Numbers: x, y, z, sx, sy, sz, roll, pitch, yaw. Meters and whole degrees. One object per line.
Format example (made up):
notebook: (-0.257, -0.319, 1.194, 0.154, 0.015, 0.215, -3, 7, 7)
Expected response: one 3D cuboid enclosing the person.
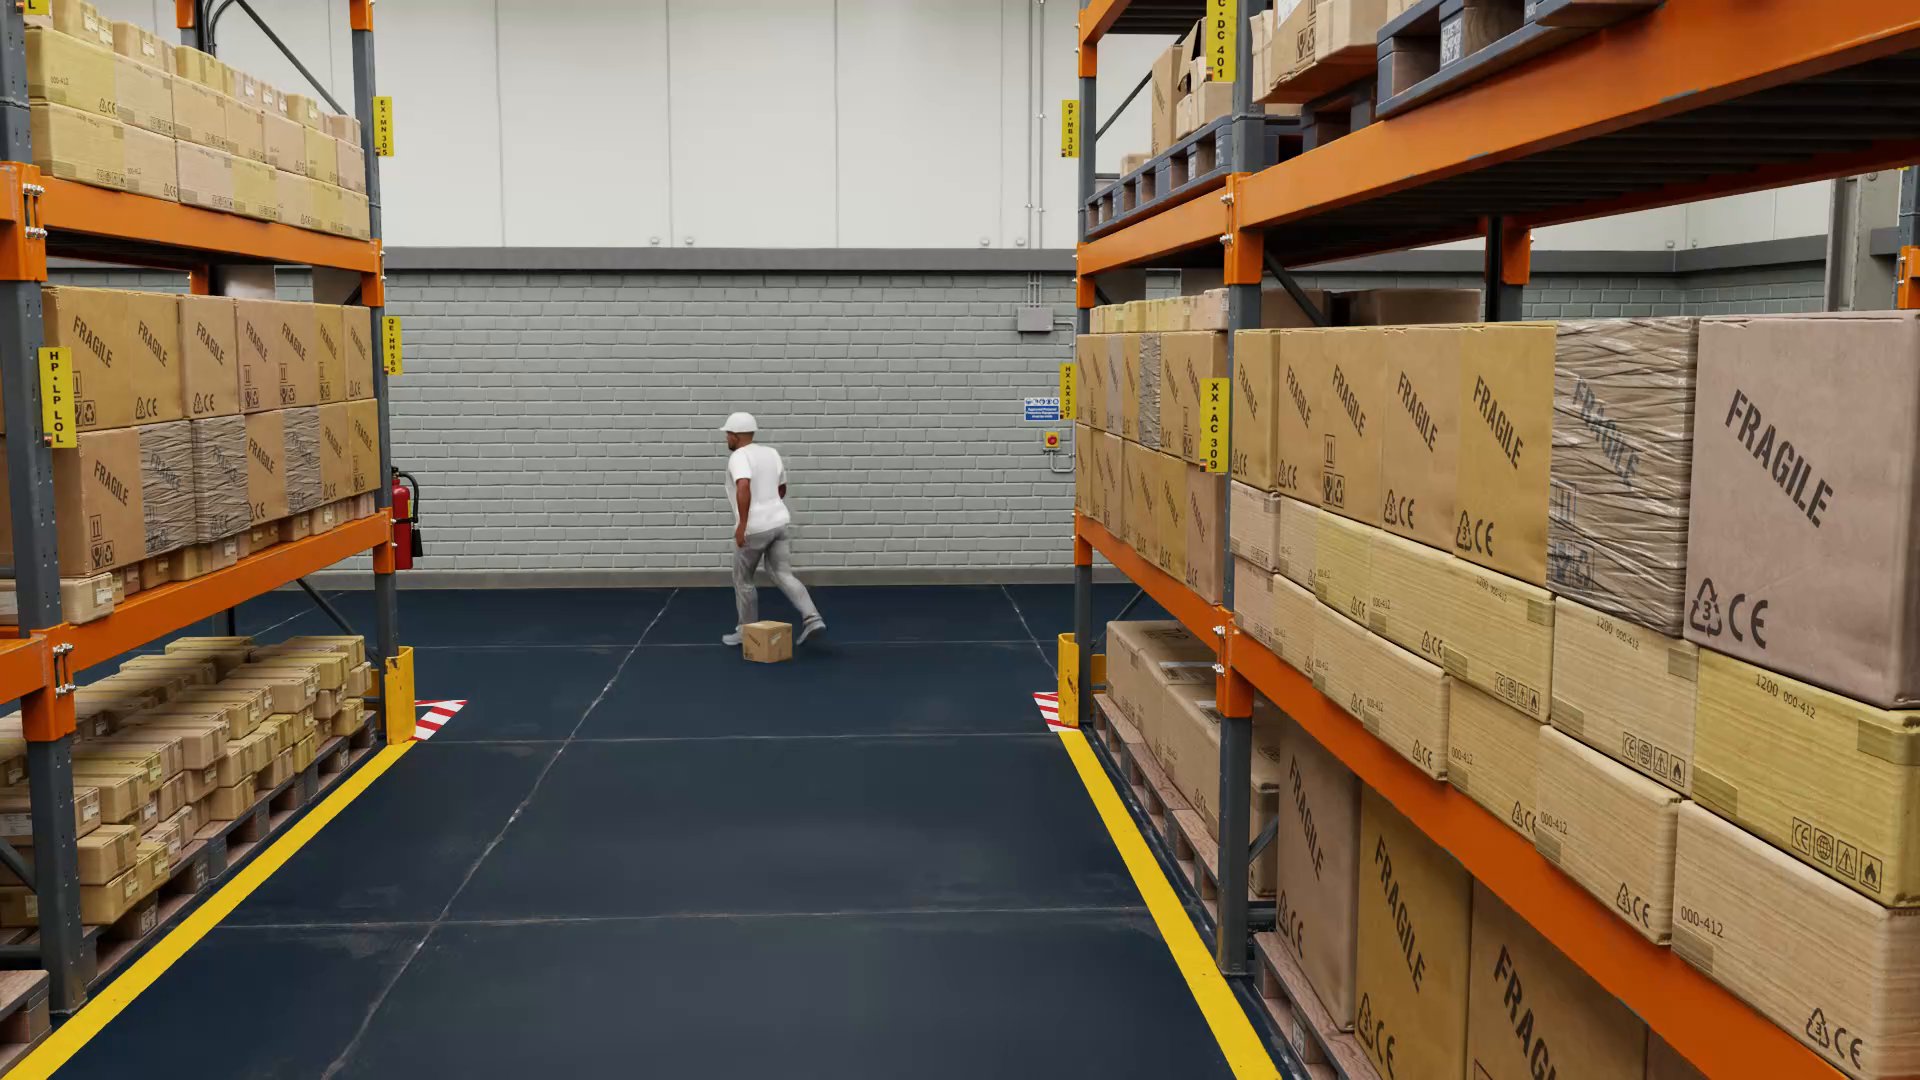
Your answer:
person: (-1.426, -0.057, 12.196, 0.918, 1.745, 0.703, 5, 8, 35)
